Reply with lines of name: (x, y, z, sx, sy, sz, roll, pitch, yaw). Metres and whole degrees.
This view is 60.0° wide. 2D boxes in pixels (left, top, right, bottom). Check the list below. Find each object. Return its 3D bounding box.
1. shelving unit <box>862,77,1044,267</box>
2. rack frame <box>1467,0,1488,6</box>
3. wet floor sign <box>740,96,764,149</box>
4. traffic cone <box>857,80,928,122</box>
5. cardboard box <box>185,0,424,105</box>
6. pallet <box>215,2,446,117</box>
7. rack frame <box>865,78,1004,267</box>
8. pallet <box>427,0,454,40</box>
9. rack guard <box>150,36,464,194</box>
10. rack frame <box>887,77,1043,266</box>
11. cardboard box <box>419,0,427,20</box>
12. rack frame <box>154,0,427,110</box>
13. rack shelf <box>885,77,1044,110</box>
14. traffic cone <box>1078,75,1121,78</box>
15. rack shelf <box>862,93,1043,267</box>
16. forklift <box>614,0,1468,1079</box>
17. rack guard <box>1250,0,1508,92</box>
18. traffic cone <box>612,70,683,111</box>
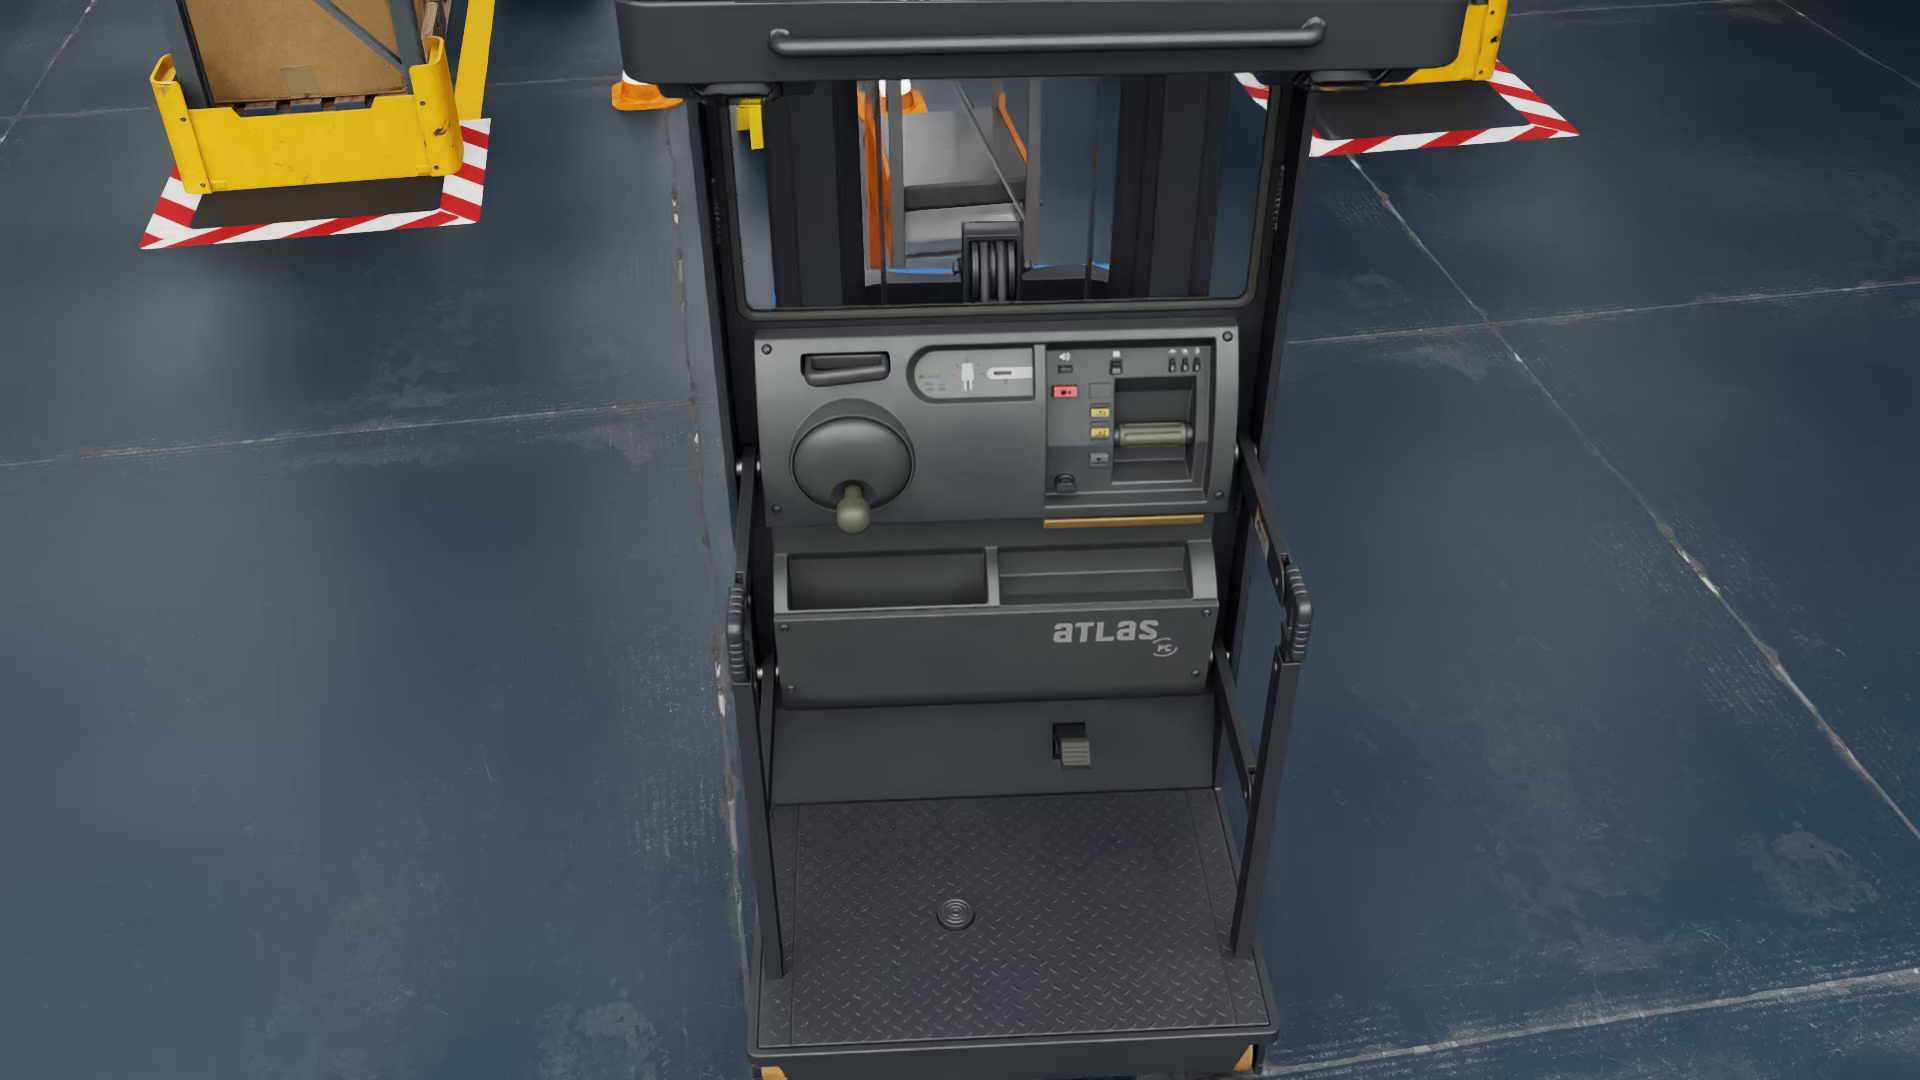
shelving unit: (-0.029, -0.929, 4.735, 0.431, 2.100, 0.503, -6, 38, -8)
rack frame: (2.046, -3.443, 7.237, 1.000, 3.000, 0.127, -6, 38, -8)
wet floor sign: (-0.855, -2.116, 7.447, 0.267, 0.644, 0.232, -13, 40, -16)
traffic cone: (-0.333, -2.238, 7.753, 0.336, 0.463, 0.334, -6, 38, -8)
cardboard box: (-2.994, -2.579, 7.515, 0.875, 0.875, 0.875, -6, 38, -8)
pallet: (-3.027, -2.223, 7.940, 1.003, 0.211, 1.213, -6, 38, -8)
rack frame: (-0.072, -1.077, 4.924, 0.400, 2.100, 0.015, -6, 38, -8)
pallet: (-3.237, -2.959, 8.886, 1.003, 0.211, 1.213, -6, 38, -8)
rack guard: (-2.805, -1.848, 7.222, 1.175, 0.500, 0.348, -6, 38, -8)
rack frame: (0.014, -0.782, 4.545, 0.400, 2.100, 0.015, -6, 38, -8)
cardboard box: (-3.150, -3.111, 8.198, 0.875, 0.875, 0.875, -7, 38, -9)
rack frame: (-2.810, -2.850, 6.474, 1.000, 3.000, 0.127, -6, 38, -8)
rack shelf: (-0.029, -1.471, 4.313, 0.431, 0.518, 0.480, -6, 38, -8)
traffic cone: (0.701, -2.563, 8.171, 0.336, 0.463, 0.334, -6, 38, -8)
rack shelf: (-0.029, -0.918, 4.743, 0.431, 0.518, 0.480, -6, 38, -8)
forklift: (0.088, -0.148, 3.052, 1.130, 2.935, 3.031, -2, 38, -2)
rack guard: (2.033, -2.502, 8.063, 1.175, 0.500, 0.348, -6, 38, -8)
traffic cone: (-1.505, -2.322, 7.861, 0.336, 0.463, 0.334, -6, 38, -8)
